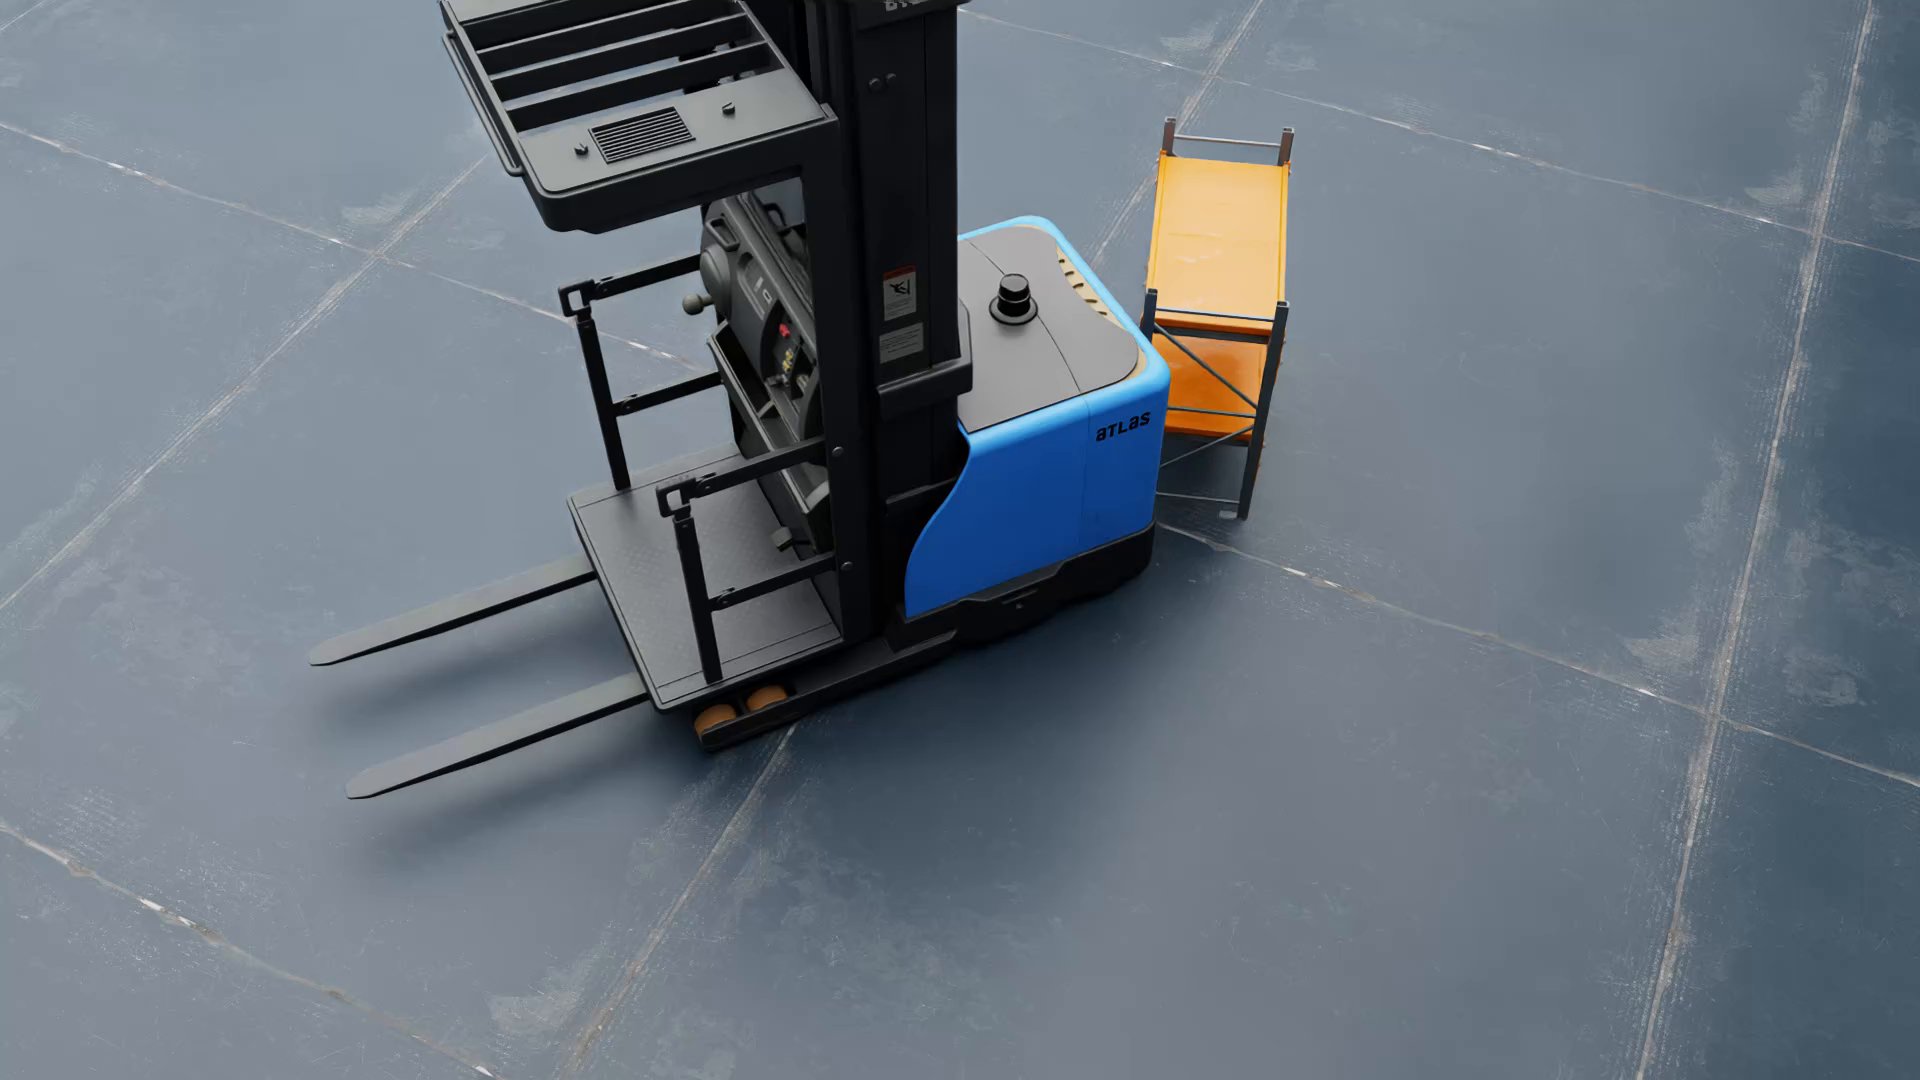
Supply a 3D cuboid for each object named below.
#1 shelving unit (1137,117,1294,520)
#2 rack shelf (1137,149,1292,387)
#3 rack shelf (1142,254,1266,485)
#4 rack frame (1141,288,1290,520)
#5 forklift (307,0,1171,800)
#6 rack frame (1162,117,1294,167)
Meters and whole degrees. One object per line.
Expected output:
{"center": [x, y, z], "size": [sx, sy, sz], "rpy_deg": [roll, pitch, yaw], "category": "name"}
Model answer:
{"center": [0.973, -0.866, 6.563], "size": [0.538, 1.125, 1.048], "rpy_deg": [6, 50, 5], "category": "shelving unit"}
{"center": [0.973, -1.056, 6.340], "size": [0.538, 0.278, 1.000], "rpy_deg": [6, 50, 5], "category": "rack shelf"}
{"center": [0.973, -0.708, 6.750], "size": [0.538, 0.278, 1.000], "rpy_deg": [6, 50, 5], "category": "rack shelf"}
{"center": [0.899, -0.483, 6.237], "size": [0.500, 1.125, 0.032], "rpy_deg": [6, 50, 5], "category": "rack frame"}
{"center": [-0.819, -0.670, 5.211], "size": [3.031, 2.935, 1.130], "rpy_deg": [-20, 53, -16], "category": "forklift"}
{"center": [1.047, -1.249, 6.889], "size": [0.500, 1.125, 0.032], "rpy_deg": [6, 50, 5], "category": "rack frame"}
